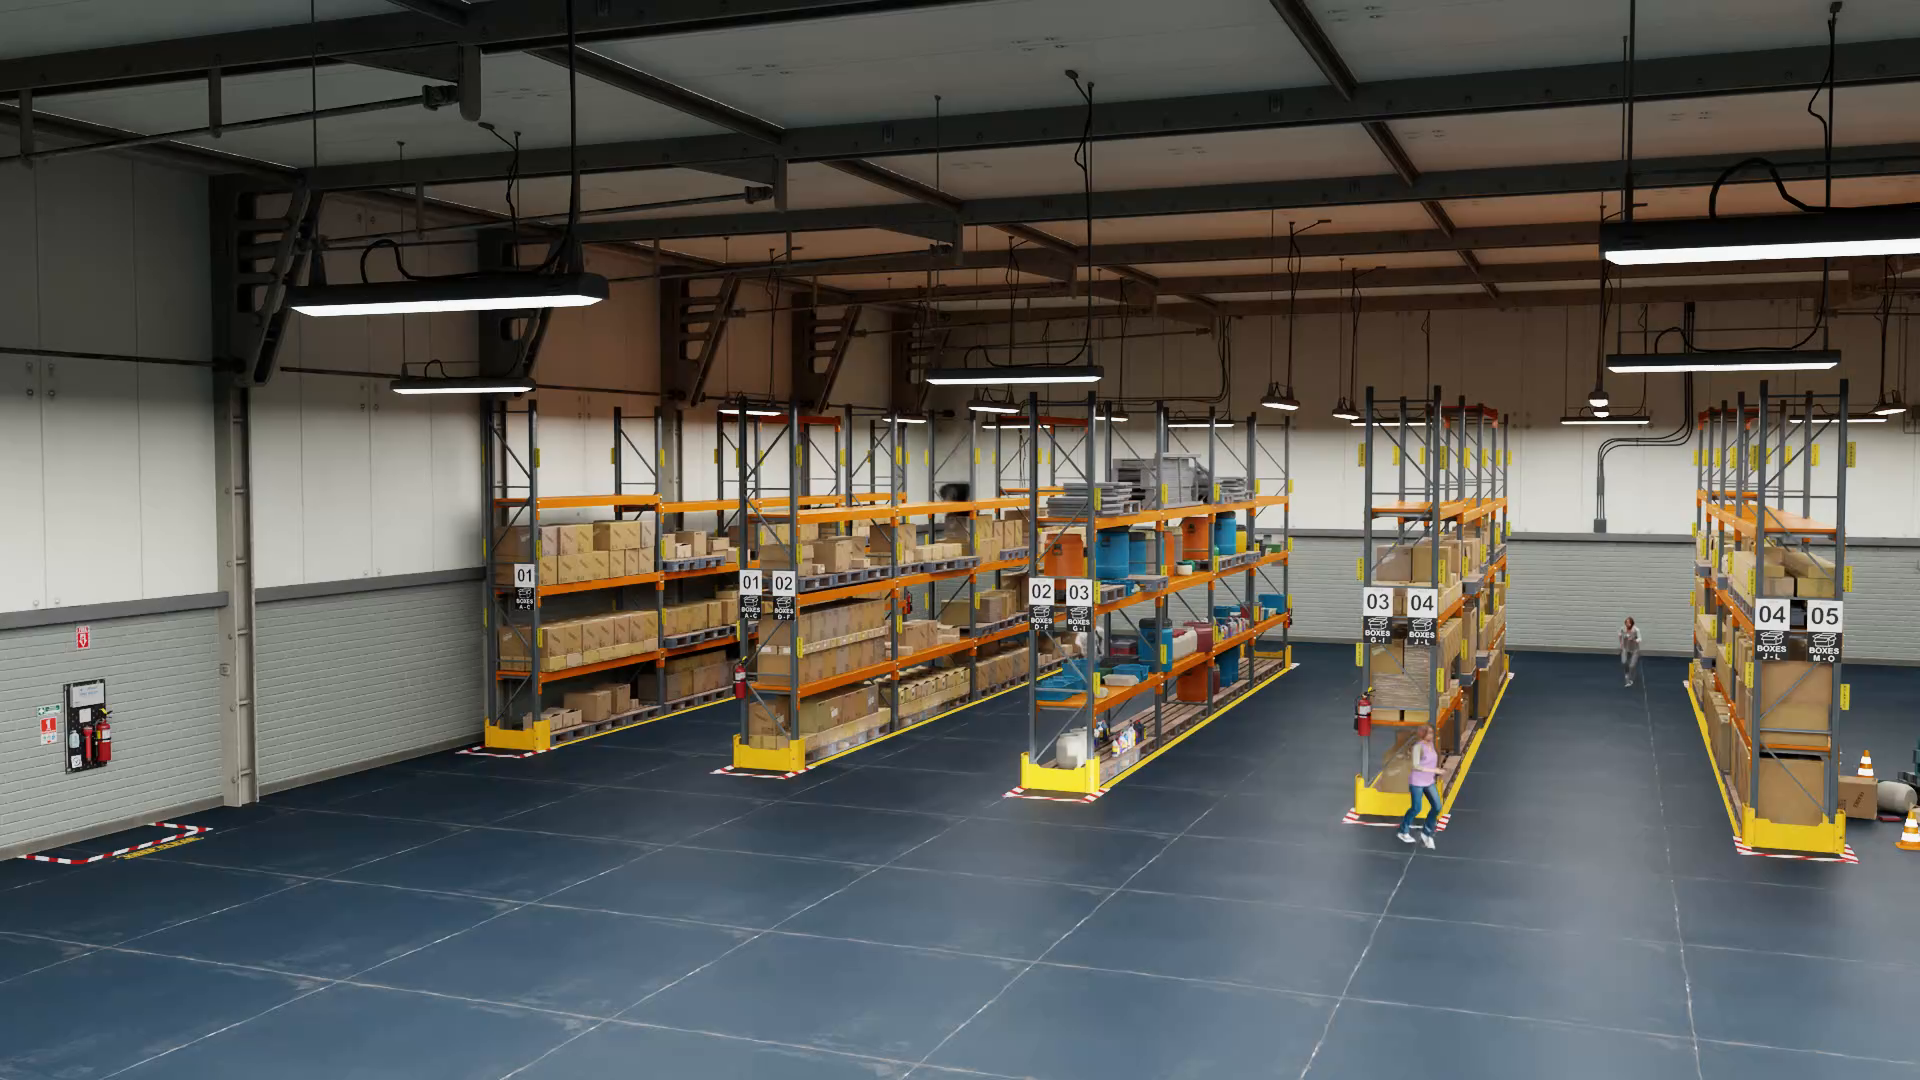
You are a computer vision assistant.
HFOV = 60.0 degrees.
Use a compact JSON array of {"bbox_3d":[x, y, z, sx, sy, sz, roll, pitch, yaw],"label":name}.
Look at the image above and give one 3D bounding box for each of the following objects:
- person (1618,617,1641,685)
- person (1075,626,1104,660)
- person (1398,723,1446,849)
[{"bbox_3d":[14.610,2.437,36.300,0.523,1.526,0.768,2,3,31],"label":"person"},{"bbox_3d":[2.551,2.277,32.550,0.562,1.734,0.817,1,3,21],"label":"person"},{"bbox_3d":[5.945,3.171,21.335,0.550,1.658,0.696,-2,4,-38],"label":"person"}]
